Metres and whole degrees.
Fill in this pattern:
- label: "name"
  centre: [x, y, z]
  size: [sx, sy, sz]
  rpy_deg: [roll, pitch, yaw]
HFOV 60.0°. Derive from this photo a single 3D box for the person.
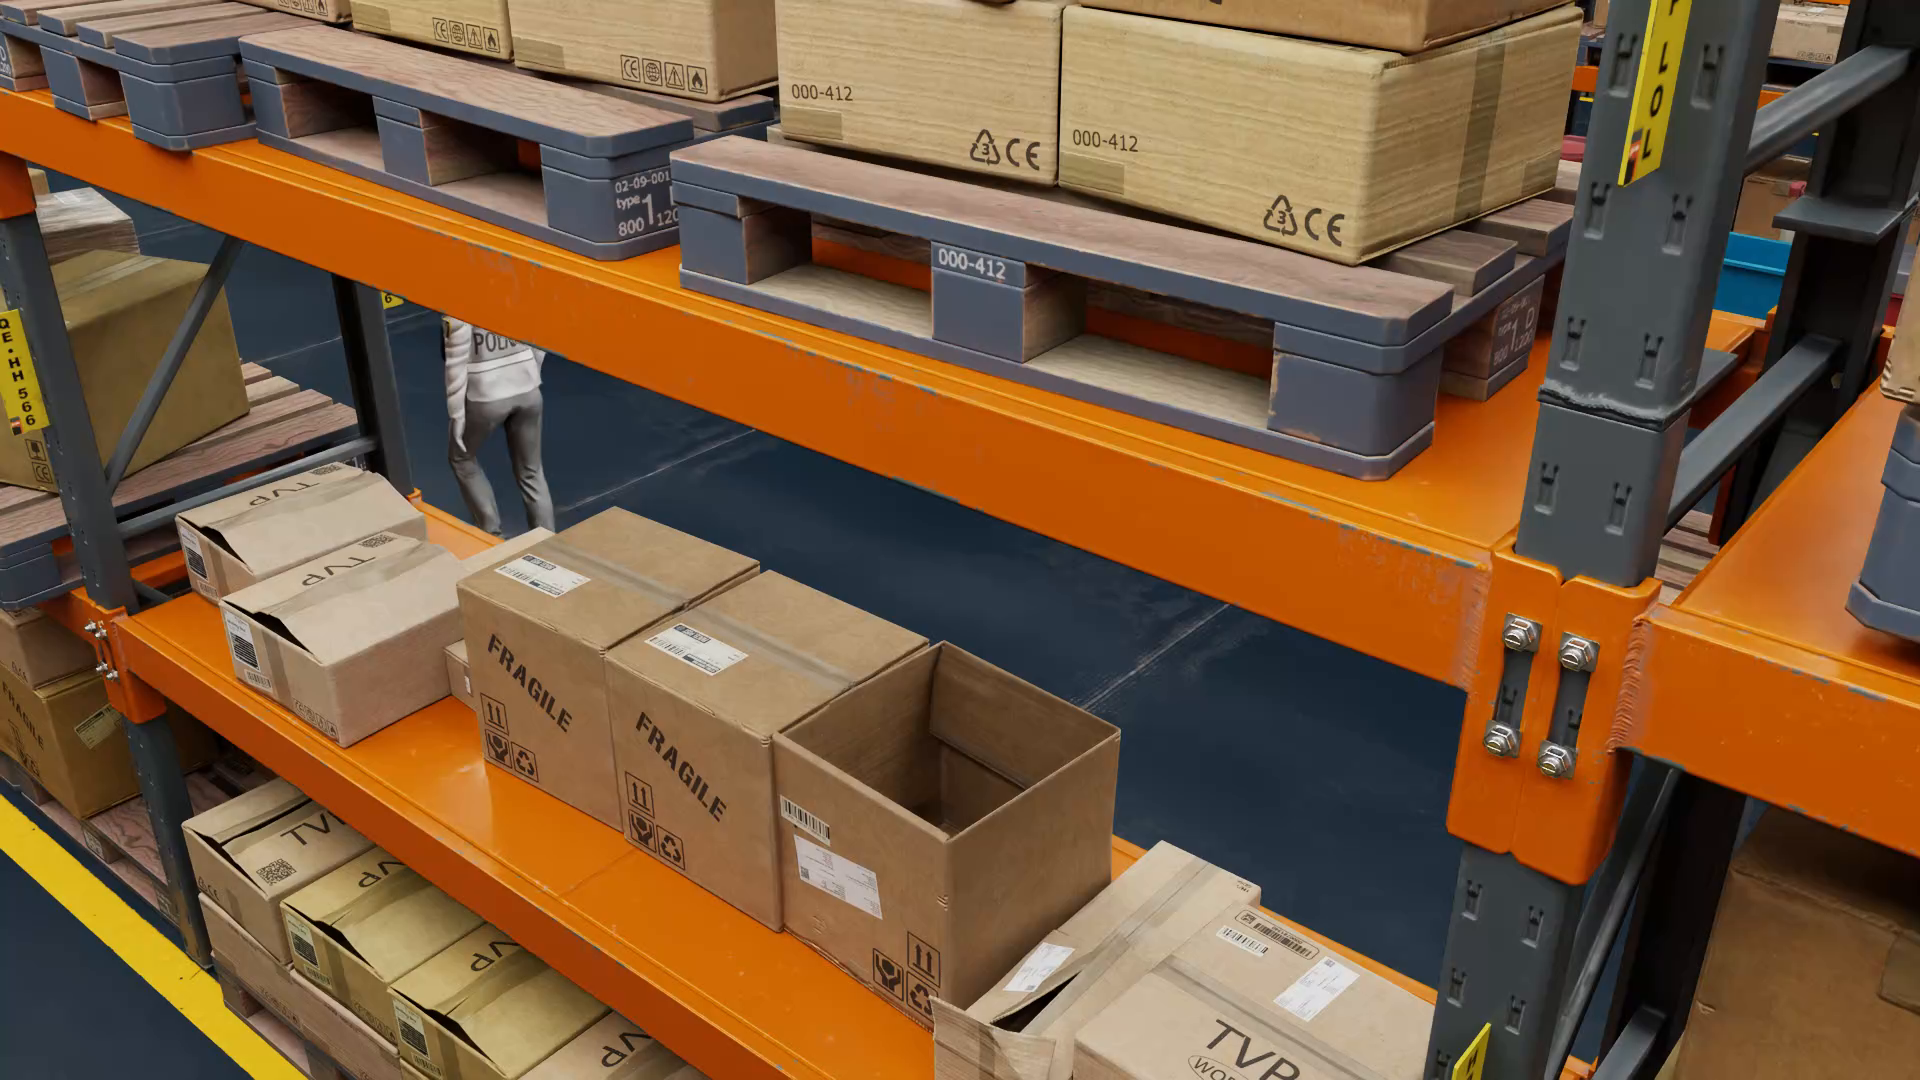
- label: "person"
  centre: [-2.008, -0.604, 7.247]
  size: [0.532, 1.728, 0.506]
  rpy_deg: [-20, 34, -34]
